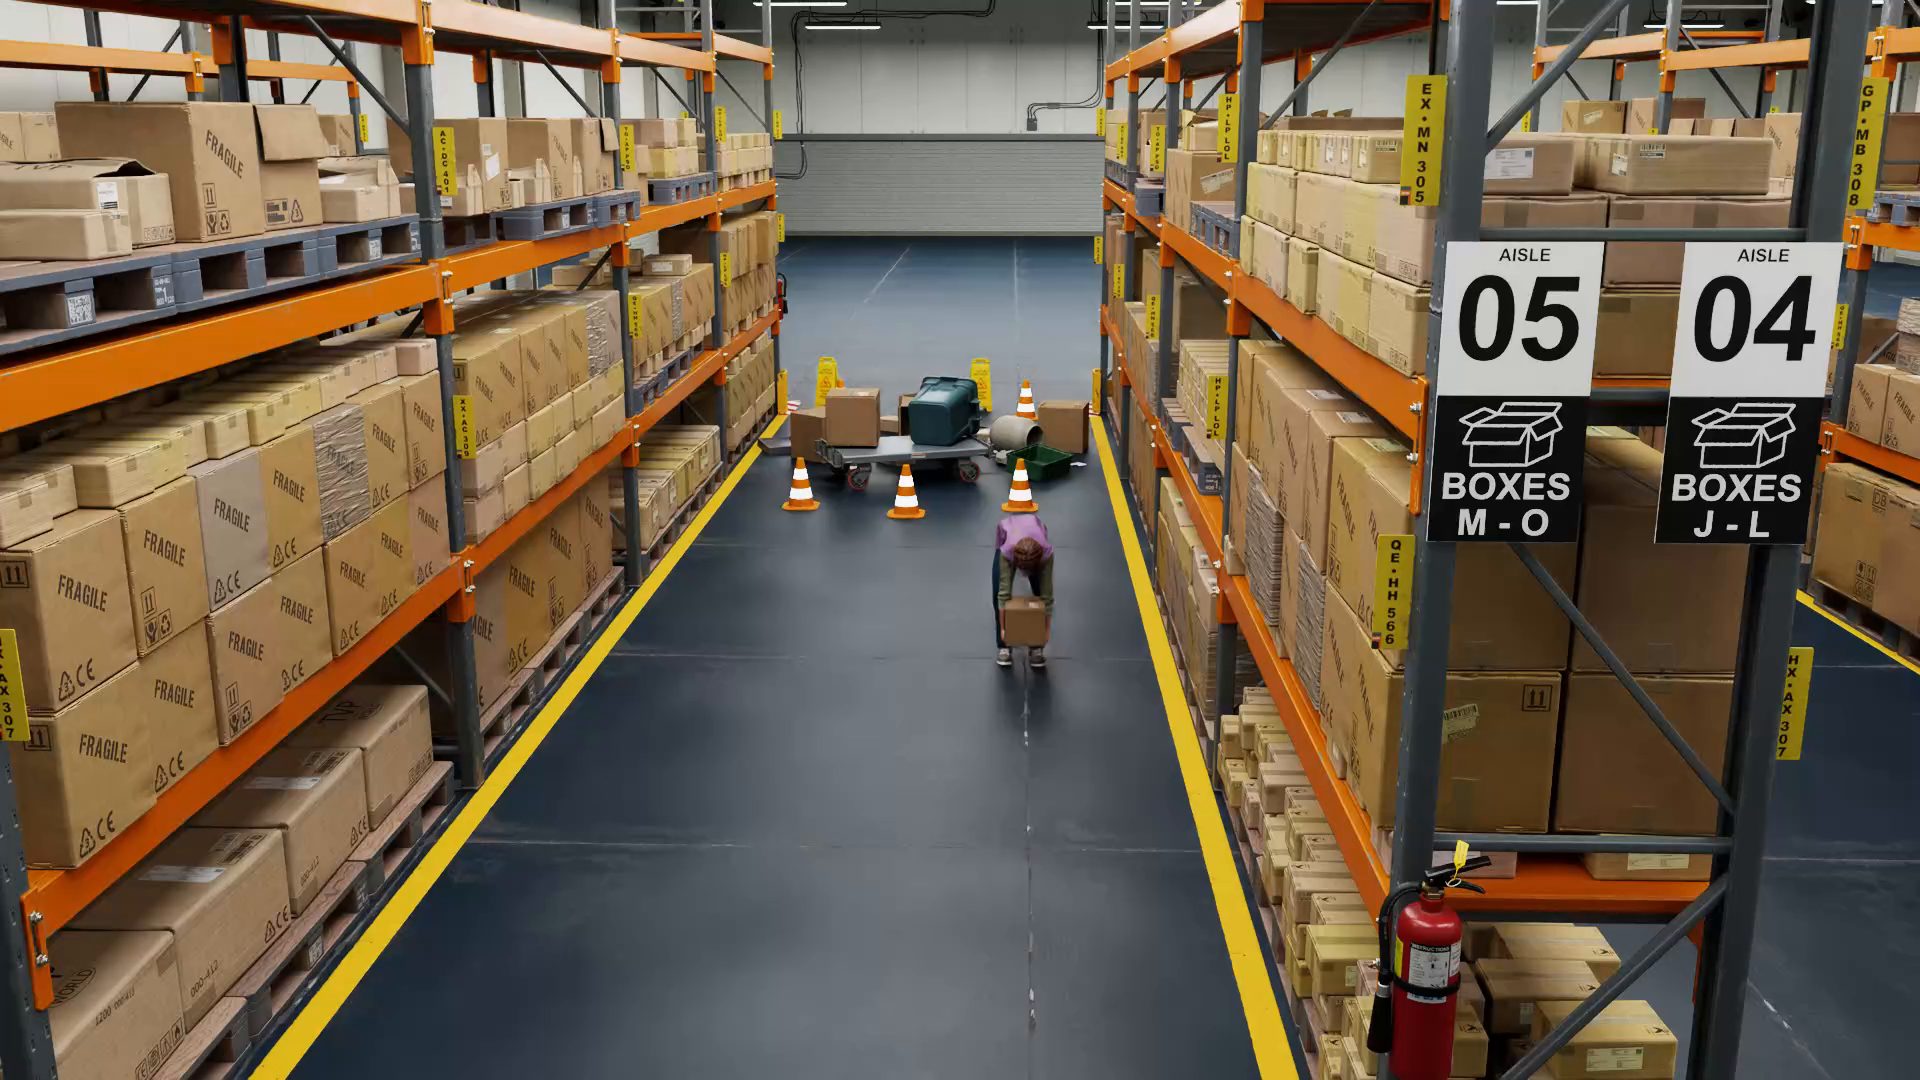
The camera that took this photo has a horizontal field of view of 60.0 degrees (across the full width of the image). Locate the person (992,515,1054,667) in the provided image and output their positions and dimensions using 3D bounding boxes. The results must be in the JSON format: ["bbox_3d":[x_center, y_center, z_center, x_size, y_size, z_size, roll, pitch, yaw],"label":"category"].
[{"bbox_3d":[0.408,0.387,10.770,0.391,0.972,0.871,0,14,-1],"label":"person"}]
